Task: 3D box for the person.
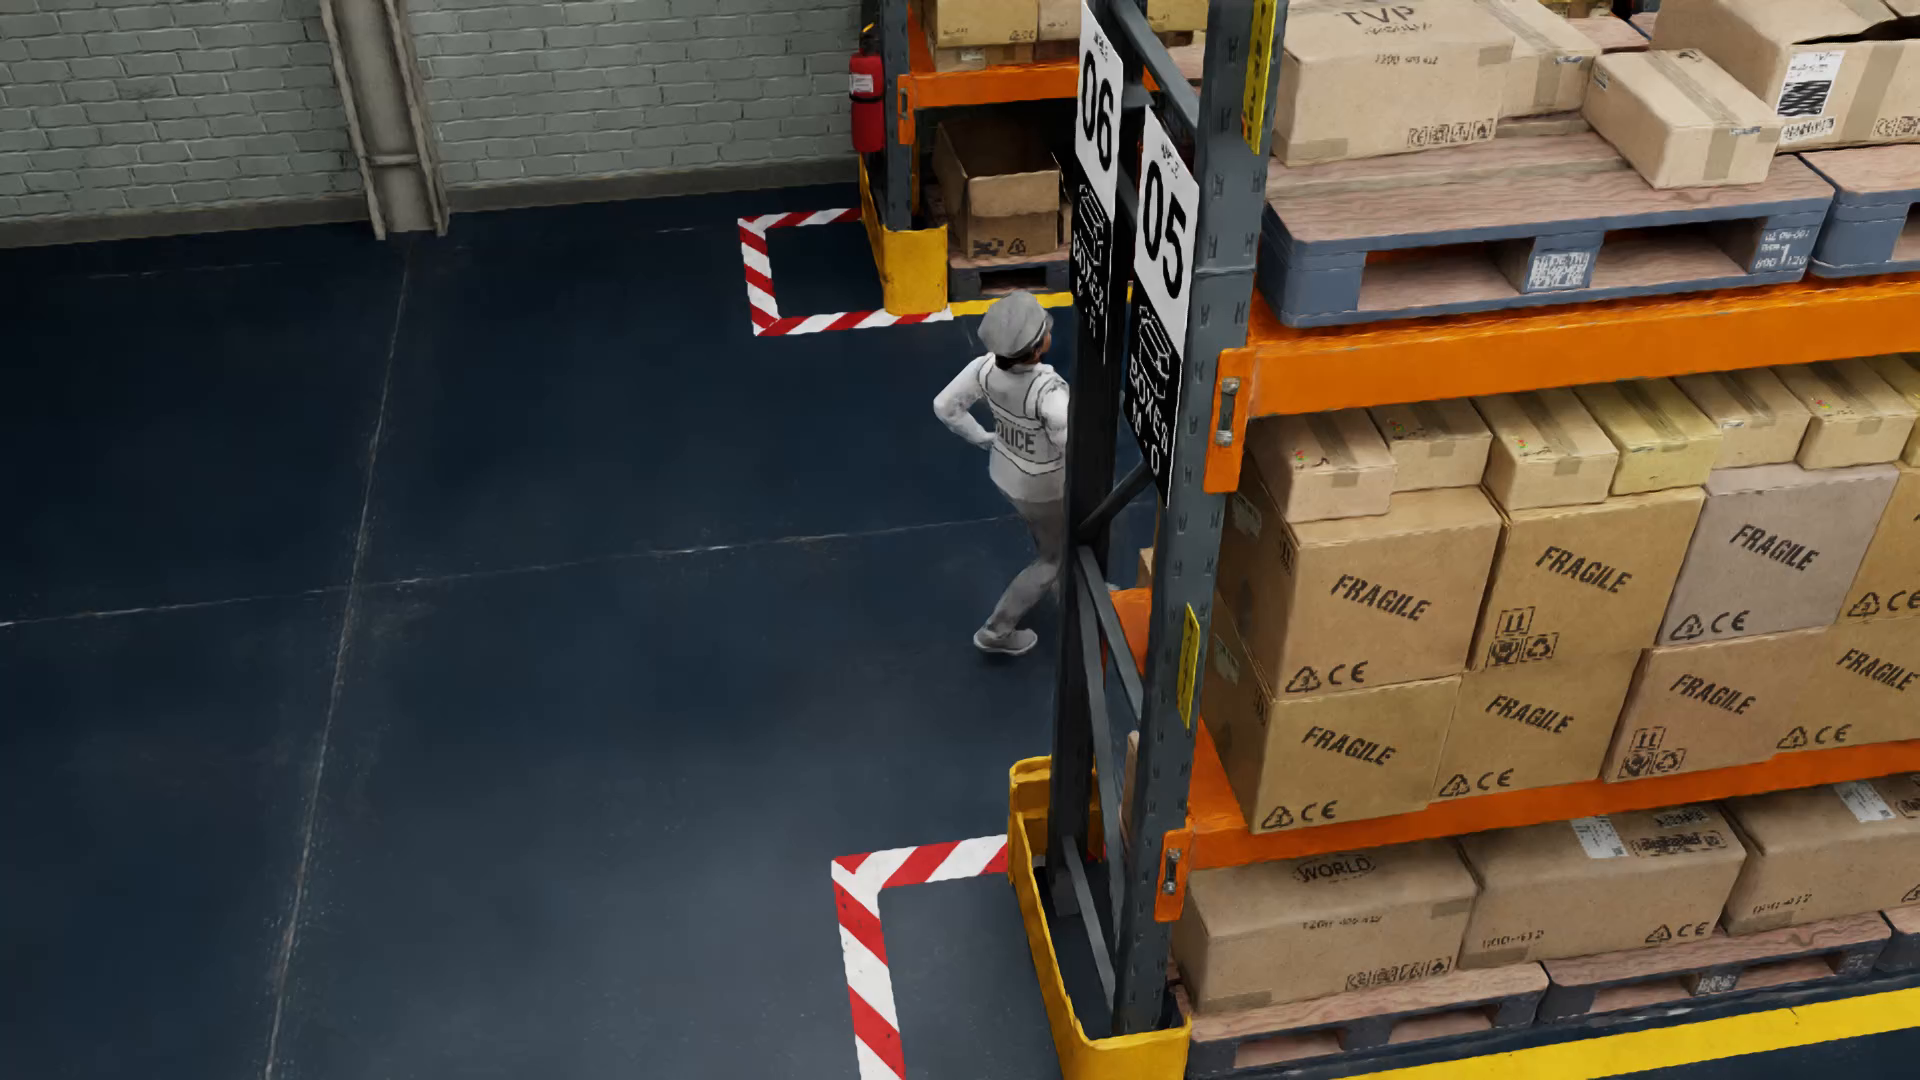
[{"bbox_3d":[0.366,-0.264,6.460,0.805,1.682,0.574,-21,43,-24],"label":"person"}]
